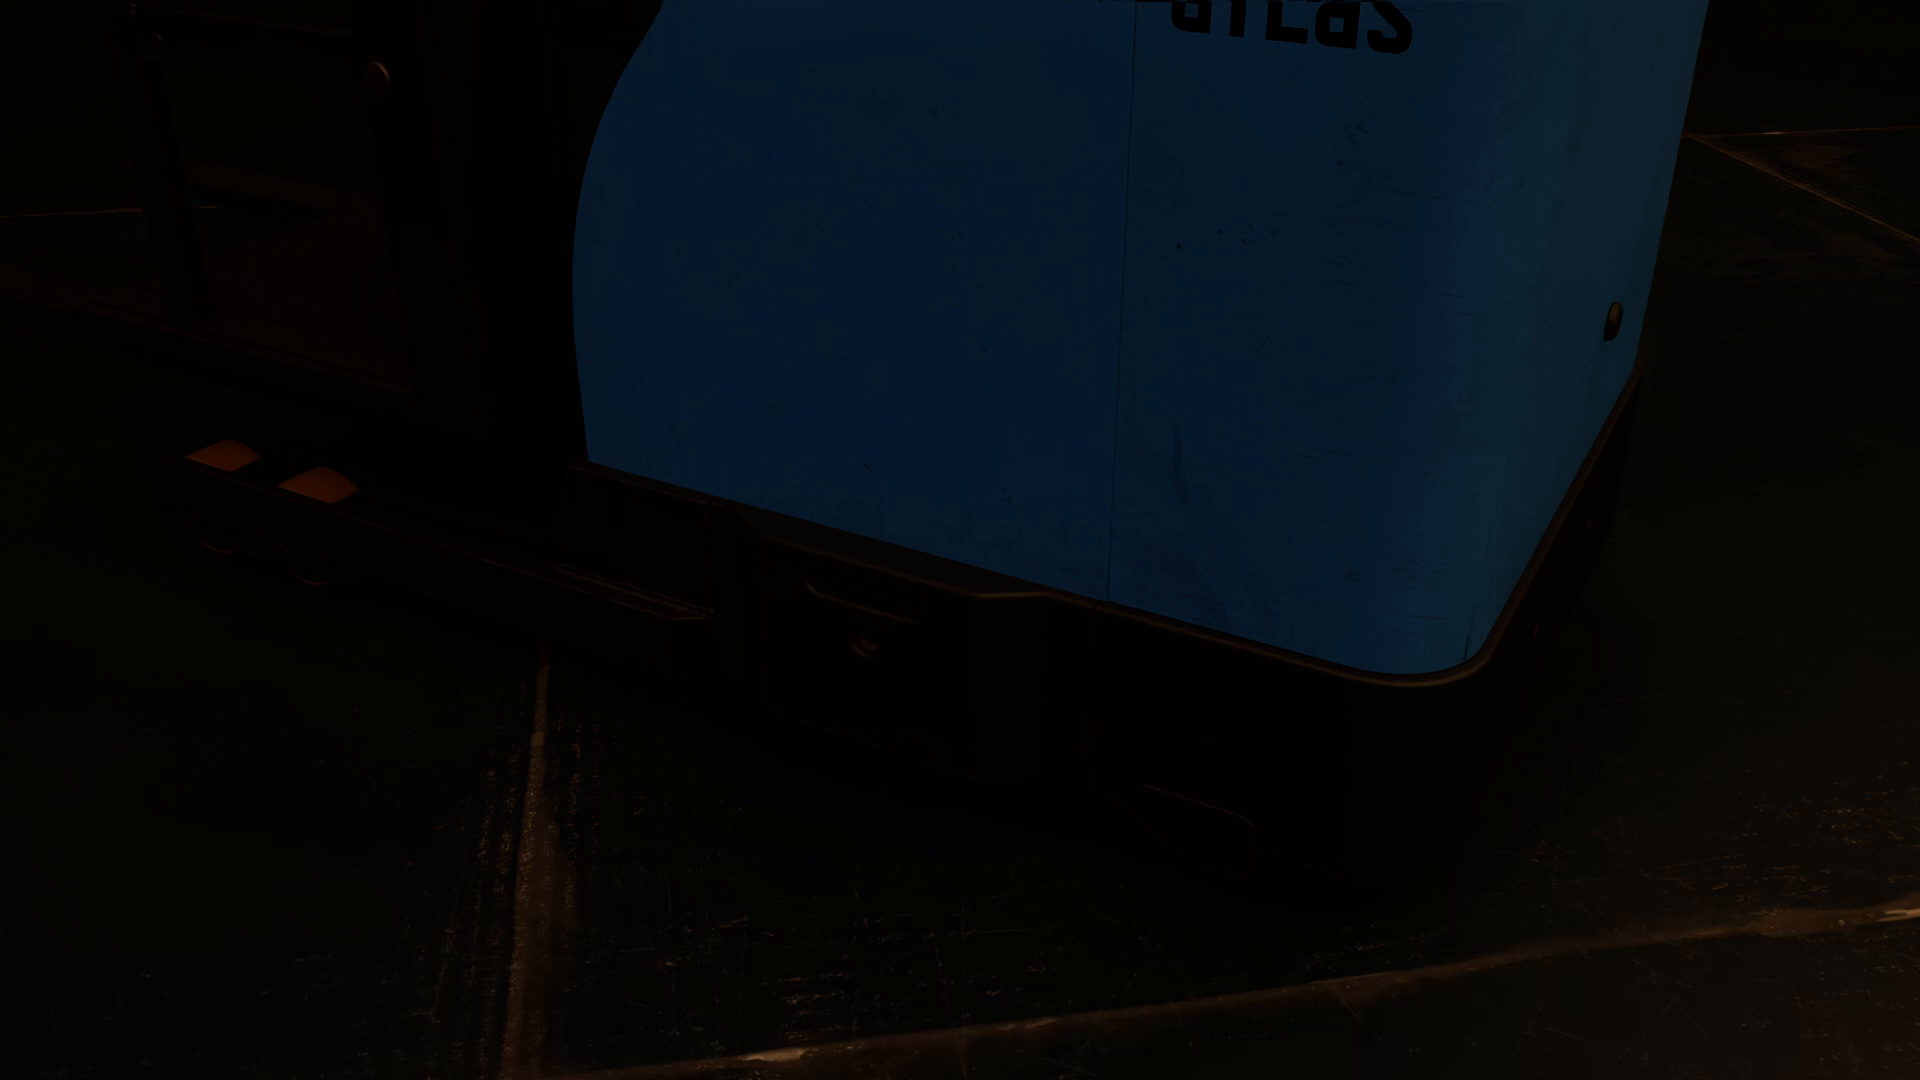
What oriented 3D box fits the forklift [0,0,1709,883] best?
[{"bbox_3d":[-0.594,-1.427,2.062,3.031,2.935,1.130,15,31,26],"label":"forklift"}]
